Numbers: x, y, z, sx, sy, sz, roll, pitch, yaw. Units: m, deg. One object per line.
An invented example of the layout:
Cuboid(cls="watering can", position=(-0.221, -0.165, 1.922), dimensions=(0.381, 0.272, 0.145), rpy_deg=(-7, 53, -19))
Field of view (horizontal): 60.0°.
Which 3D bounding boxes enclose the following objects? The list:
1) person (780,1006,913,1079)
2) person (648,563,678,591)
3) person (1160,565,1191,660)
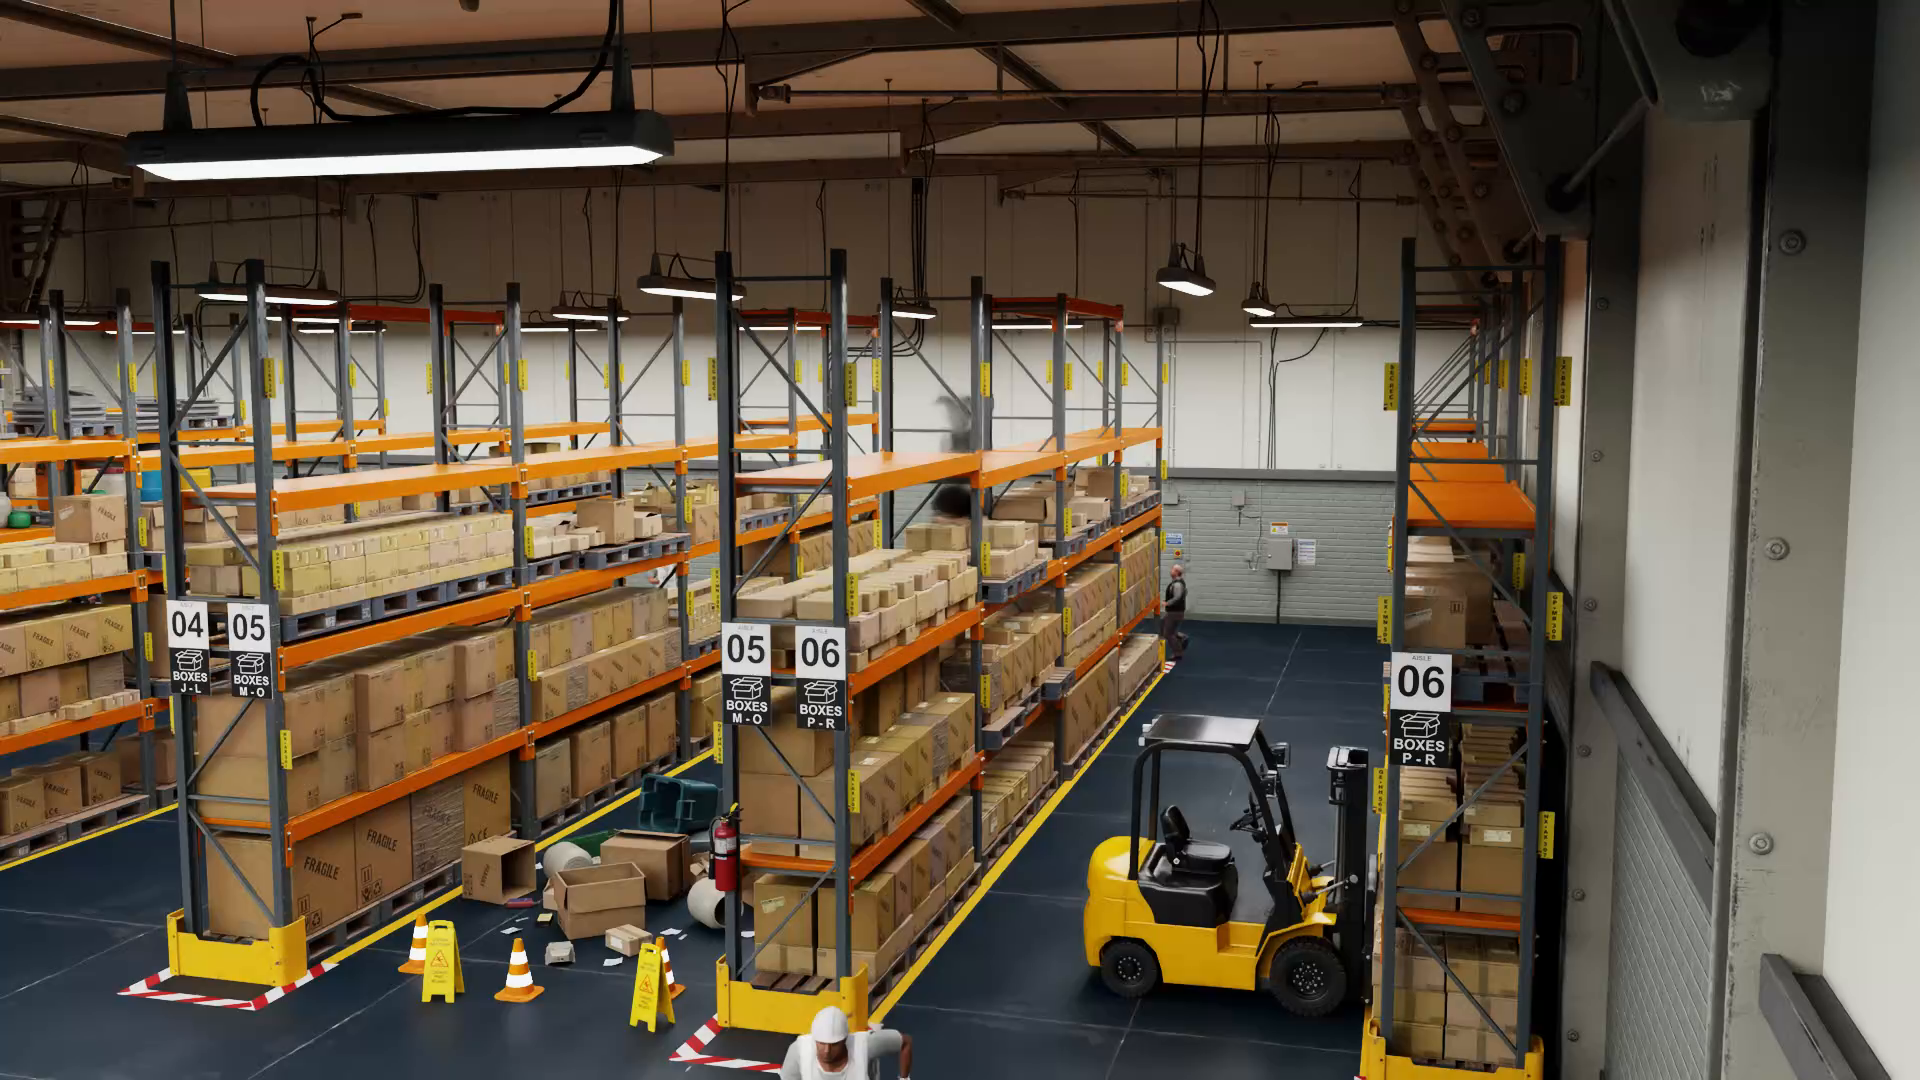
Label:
Cuboid(cls="person", position=(-0.627, 3.365, 9.476), dimensions=(0.729, 1.721, 1.022), rpy_deg=(1, 6, 9))
Cuboid(cls="person", position=(-5.499, 1.014, 31.074), dimensions=(0.659, 1.825, 0.744), rpy_deg=(-2, 6, -19))
Cuboid(cls="person", position=(3.750, 1.264, 29.082), dimensions=(0.578, 1.681, 0.657), rpy_deg=(1, 6, 11))
